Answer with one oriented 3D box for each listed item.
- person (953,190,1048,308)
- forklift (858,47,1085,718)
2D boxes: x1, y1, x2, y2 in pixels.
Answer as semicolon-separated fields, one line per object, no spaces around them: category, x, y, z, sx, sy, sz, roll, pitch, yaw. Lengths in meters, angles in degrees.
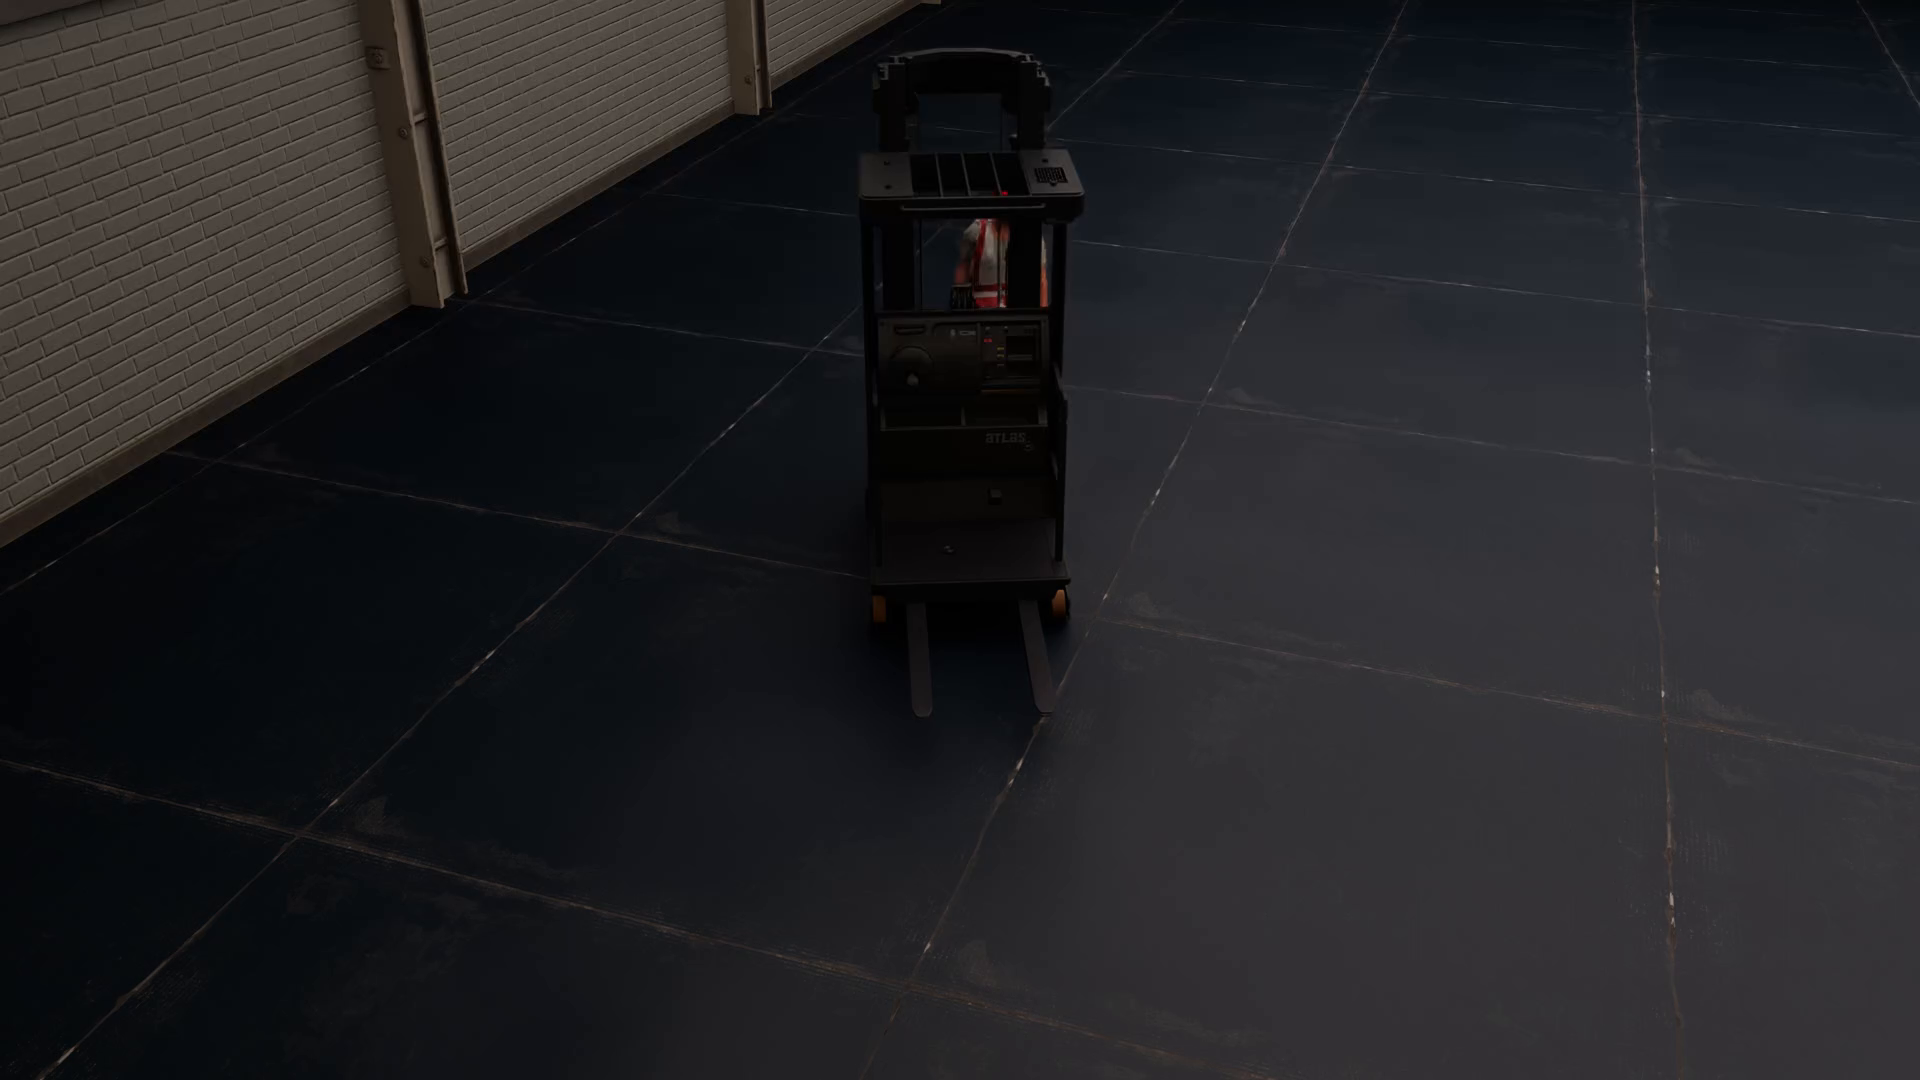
person;0.221;-1.476;10.871;0.713;1.788;0.440;-1;30;-3
forklift;0.035;-0.972;8.842;1.130;2.935;3.031;-2;30;-3
